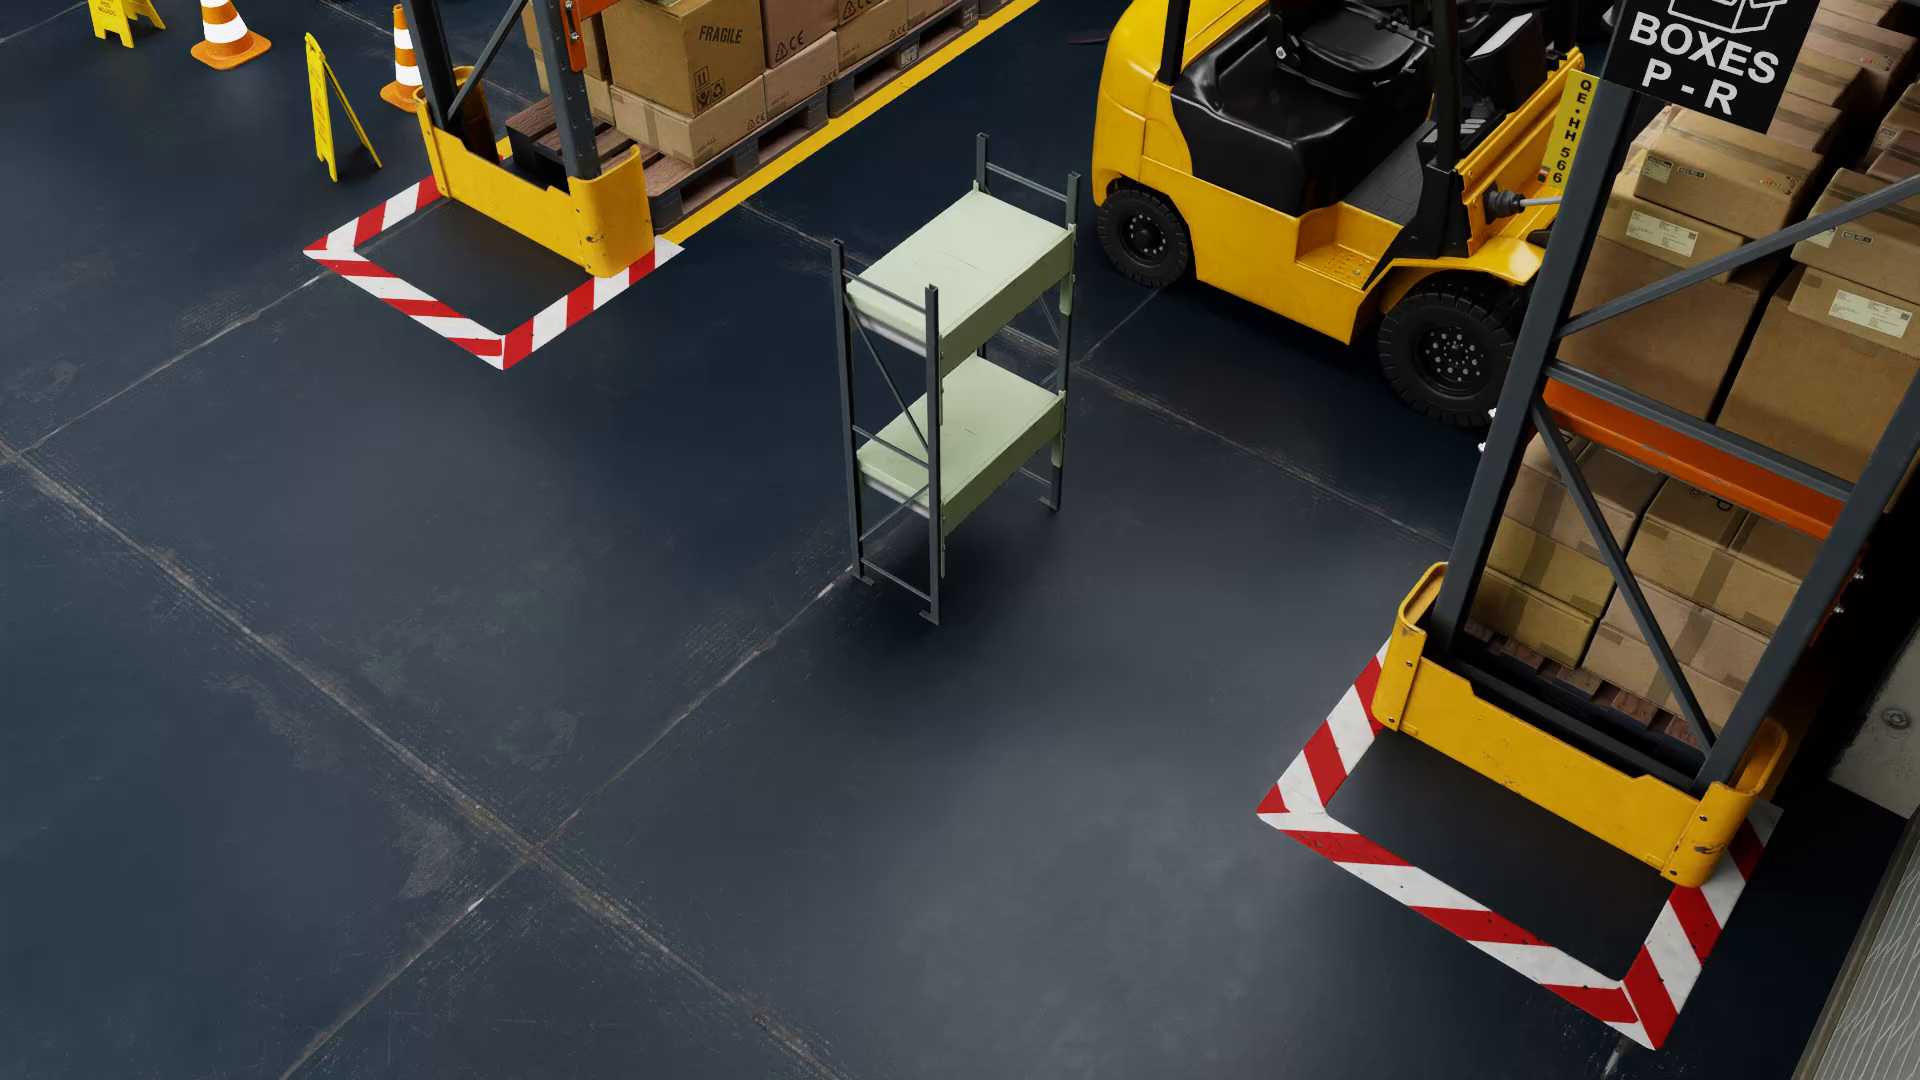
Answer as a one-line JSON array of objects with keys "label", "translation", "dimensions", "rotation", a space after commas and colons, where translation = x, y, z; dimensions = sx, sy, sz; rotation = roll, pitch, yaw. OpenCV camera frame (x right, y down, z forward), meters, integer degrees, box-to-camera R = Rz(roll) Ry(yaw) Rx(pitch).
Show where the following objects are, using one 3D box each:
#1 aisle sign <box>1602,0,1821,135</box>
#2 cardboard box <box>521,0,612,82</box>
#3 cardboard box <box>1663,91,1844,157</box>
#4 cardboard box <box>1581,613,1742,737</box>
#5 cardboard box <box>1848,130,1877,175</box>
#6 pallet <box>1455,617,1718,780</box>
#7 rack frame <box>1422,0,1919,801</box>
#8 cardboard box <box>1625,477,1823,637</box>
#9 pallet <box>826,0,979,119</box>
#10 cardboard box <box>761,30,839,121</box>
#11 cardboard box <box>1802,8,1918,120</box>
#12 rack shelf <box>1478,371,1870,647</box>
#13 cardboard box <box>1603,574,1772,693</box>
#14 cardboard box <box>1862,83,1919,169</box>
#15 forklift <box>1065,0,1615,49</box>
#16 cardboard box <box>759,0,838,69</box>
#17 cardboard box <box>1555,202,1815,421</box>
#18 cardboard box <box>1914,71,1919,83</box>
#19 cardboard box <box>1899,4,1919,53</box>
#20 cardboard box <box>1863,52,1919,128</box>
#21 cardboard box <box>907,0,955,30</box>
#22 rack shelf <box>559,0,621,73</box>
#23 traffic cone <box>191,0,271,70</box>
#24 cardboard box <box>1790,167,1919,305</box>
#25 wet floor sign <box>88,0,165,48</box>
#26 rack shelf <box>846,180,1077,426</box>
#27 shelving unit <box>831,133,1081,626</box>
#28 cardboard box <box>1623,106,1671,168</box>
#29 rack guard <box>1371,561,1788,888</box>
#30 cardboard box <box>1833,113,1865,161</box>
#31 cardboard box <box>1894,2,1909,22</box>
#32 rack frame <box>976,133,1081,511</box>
[{"label": "aisle sign", "translation": [1.691, -1.287, 3.608], "dimensions": [0.394, 0.787, 0.004], "rotation": [29, 53, 25]}, {"label": "cardboard box", "translation": [-1.683, -2.517, 7.673], "dimensions": [0.500, 0.500, 0.500], "rotation": [30, 53, 25]}, {"label": "cardboard box", "translation": [2.142, -1.111, 4.514], "dimensions": [0.380, 0.149, 0.250], "rotation": [29, 53, 25]}, {"label": "cardboard box", "translation": [2.418, 0.313, 5.488], "dimensions": [0.500, 0.250, 0.500], "rotation": [29, 53, 25]}, {"label": "cardboard box", "translation": [2.637, -0.947, 4.562], "dimensions": [0.380, 0.149, 0.250], "rotation": [28, 53, 24]}, {"label": "pallet", "translation": [2.398, 0.210, 5.903], "dimensions": [1.003, 0.211, 1.213], "rotation": [29, 53, 25]}, {"label": "rack frame", "translation": [1.963, -0.297, 4.459], "dimensions": [1.000, 3.000, 0.127], "rotation": [29, 53, 25]}, {"label": "cardboard box", "translation": [2.407, -0.029, 5.123], "dimensions": [0.500, 0.250, 0.500], "rotation": [28, 53, 24]}, {"label": "pallet", "translation": [-0.649, -2.714, 8.697], "dimensions": [1.003, 0.211, 1.213], "rotation": [29, 53, 25]}, {"label": "cardboard box", "translation": [-0.937, -2.313, 7.996], "dimensions": [0.500, 0.250, 0.500], "rotation": [31, 54, 26]}, {"label": "cardboard box", "translation": [2.492, -1.383, 4.773], "dimensions": [0.380, 0.149, 0.250], "rotation": [30, 53, 25]}, {"label": "rack shelf", "translation": [3.186, -1.193, 5.813], "dimensions": [1.077, 0.370, 4.000], "rotation": [29, 53, 25]}, {"label": "cardboard box", "translation": [2.415, 0.158, 5.290], "dimensions": [0.500, 0.250, 0.500], "rotation": [30, 53, 26]}, {"label": "cardboard box", "translation": [2.675, -1.048, 4.454], "dimensions": [0.380, 0.149, 0.250], "rotation": [30, 53, 26]}, {"label": "forklift", "translation": [1.952, -3.804, 7.857], "dimensions": [3.031, 2.935, 1.130], "rotation": [-9, 47, -8]}, {"label": "cardboard box", "translation": [-0.924, -2.598, 7.750], "dimensions": [0.500, 0.500, 0.500], "rotation": [27, 52, 24]}, {"label": "cardboard box", "translation": [2.057, -0.729, 4.803], "dimensions": [0.500, 0.500, 0.500], "rotation": [28, 52, 24]}, {"label": "cardboard box", "translation": [2.979, -1.345, 4.737], "dimensions": [0.380, 0.149, 0.250], "rotation": [31, 54, 26]}, {"label": "cardboard box", "translation": [2.943, -1.726, 5.306], "dimensions": [0.380, 0.149, 0.250], "rotation": [29, 53, 25]}, {"label": "cardboard box", "translation": [2.694, -1.315, 5.363], "dimensions": [0.500, 0.500, 0.500], "rotation": [28, 53, 24]}, {"label": "cardboard box", "translation": [-0.302, -2.918, 8.575], "dimensions": [0.500, 0.250, 0.500], "rotation": [30, 53, 26]}, {"label": "rack shelf", "translation": [-0.744, -3.385, 7.907], "dimensions": [1.077, 0.370, 4.000], "rotation": [29, 53, 25]}, {"label": "traffic cone", "translation": [-3.811, -2.726, 8.534], "dimensions": [0.336, 0.463, 0.334], "rotation": [29, 53, 25]}, {"label": "cardboard box", "translation": [2.338, -0.756, 4.175], "dimensions": [0.380, 0.149, 0.250], "rotation": [28, 53, 24]}, {"label": "wet floor sign", "translation": [-4.396, -2.915, 8.588], "dimensions": [0.267, 0.644, 0.232], "rotation": [21, 50, 19]}, {"label": "rack shelf", "translation": [-0.004, -0.784, 5.422], "dimensions": [0.431, 0.370, 0.720], "rotation": [29, 53, 25]}, {"label": "shelving unit", "translation": [-0.004, -0.514, 5.704], "dimensions": [0.431, 1.500, 0.755], "rotation": [29, 53, 25]}, {"label": "cardboard box", "translation": [2.086, -1.037, 4.649], "dimensions": [0.380, 0.149, 0.250], "rotation": [30, 53, 26]}, {"label": "rack guard", "translation": [1.949, 0.580, 5.350], "dimensions": [1.175, 0.500, 0.348], "rotation": [29, 53, 25]}, {"label": "cardboard box", "translation": [2.454, -1.296, 4.895], "dimensions": [0.380, 0.149, 0.250], "rotation": [29, 53, 25]}, {"label": "cardboard box", "translation": [2.717, -1.731, 5.106], "dimensions": [0.380, 0.149, 0.250], "rotation": [30, 53, 26]}, {"label": "rack frame", "translation": [0.220, -0.724, 5.904], "dimensions": [0.400, 1.500, 0.023], "rotation": [29, 53, 25]}]
